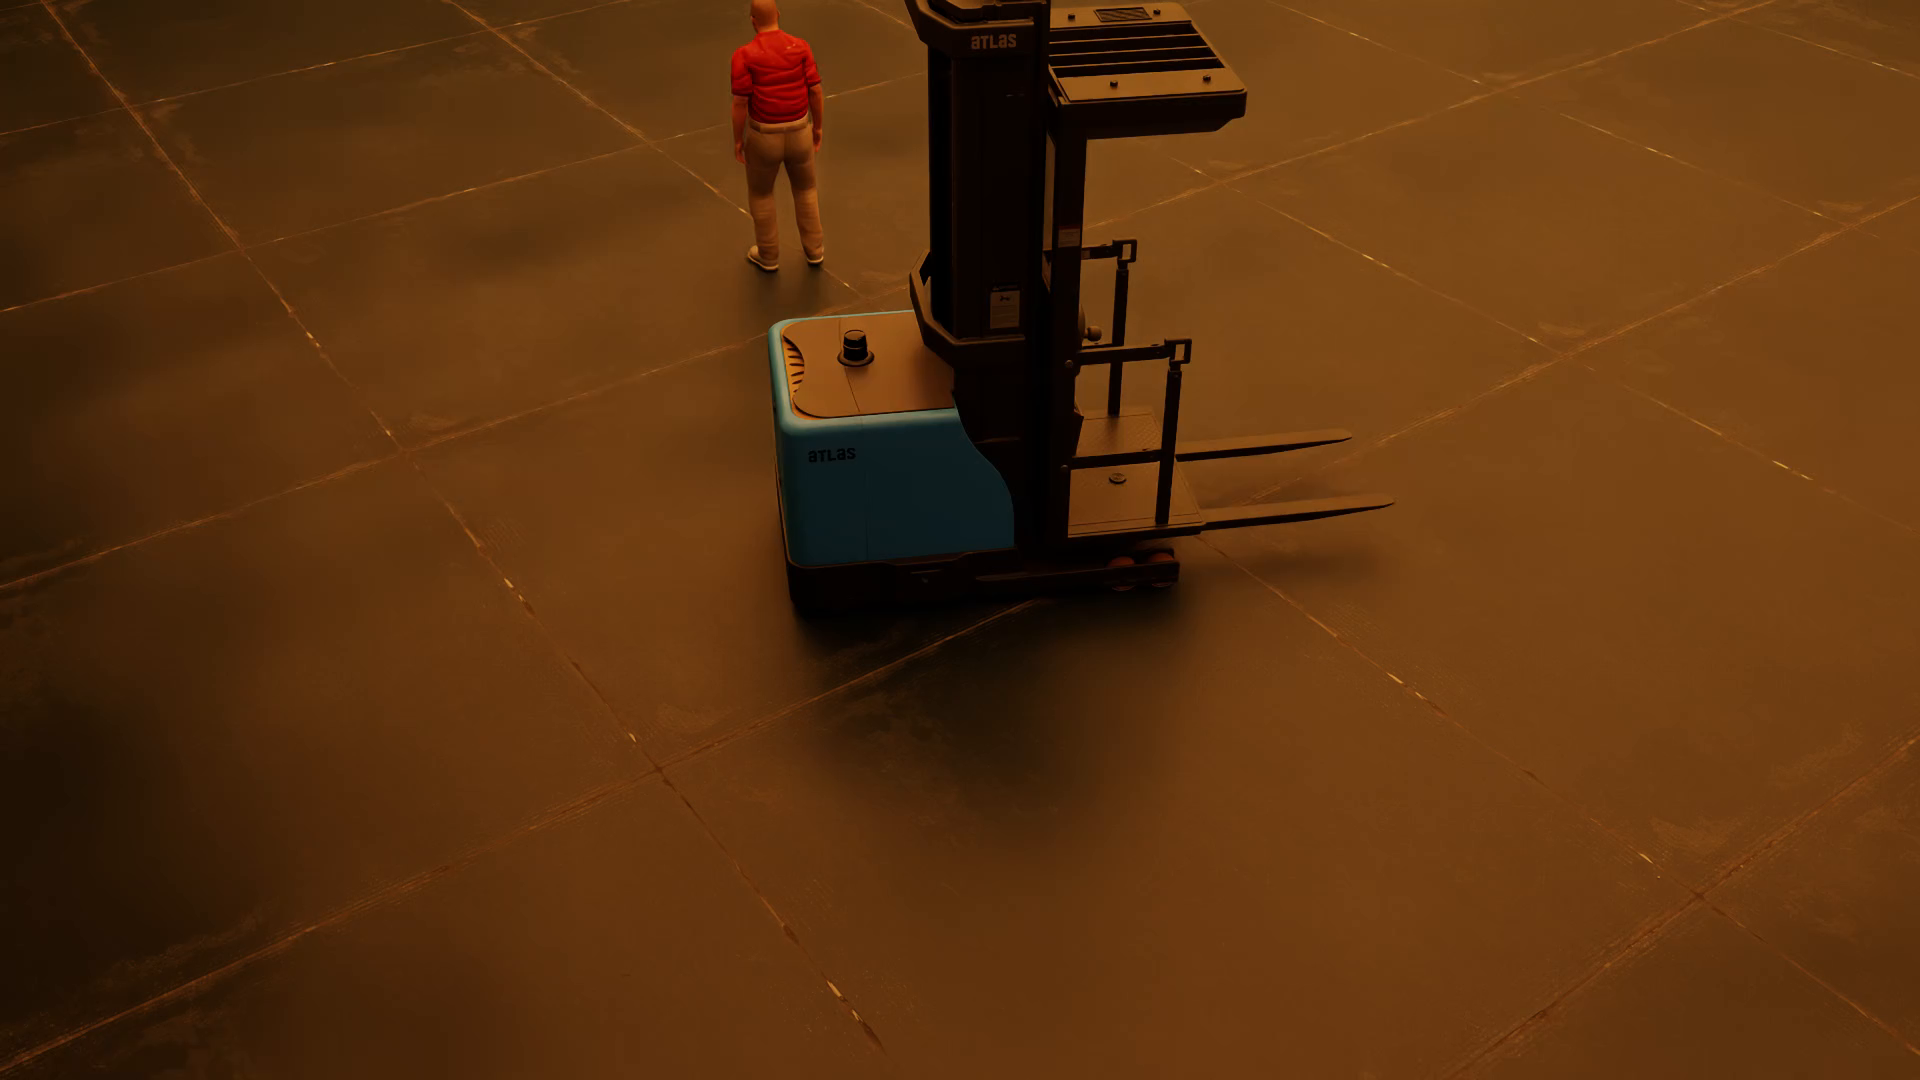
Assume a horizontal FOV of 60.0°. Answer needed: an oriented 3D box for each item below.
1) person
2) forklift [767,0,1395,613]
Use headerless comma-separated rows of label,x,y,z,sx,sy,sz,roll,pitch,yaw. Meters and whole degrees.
person,-1.135,-2.516,10.363,0.586,1.727,0.398,-12,38,-16
forklift,0.620,-1.238,7.618,3.031,2.935,1.130,-5,37,-7
